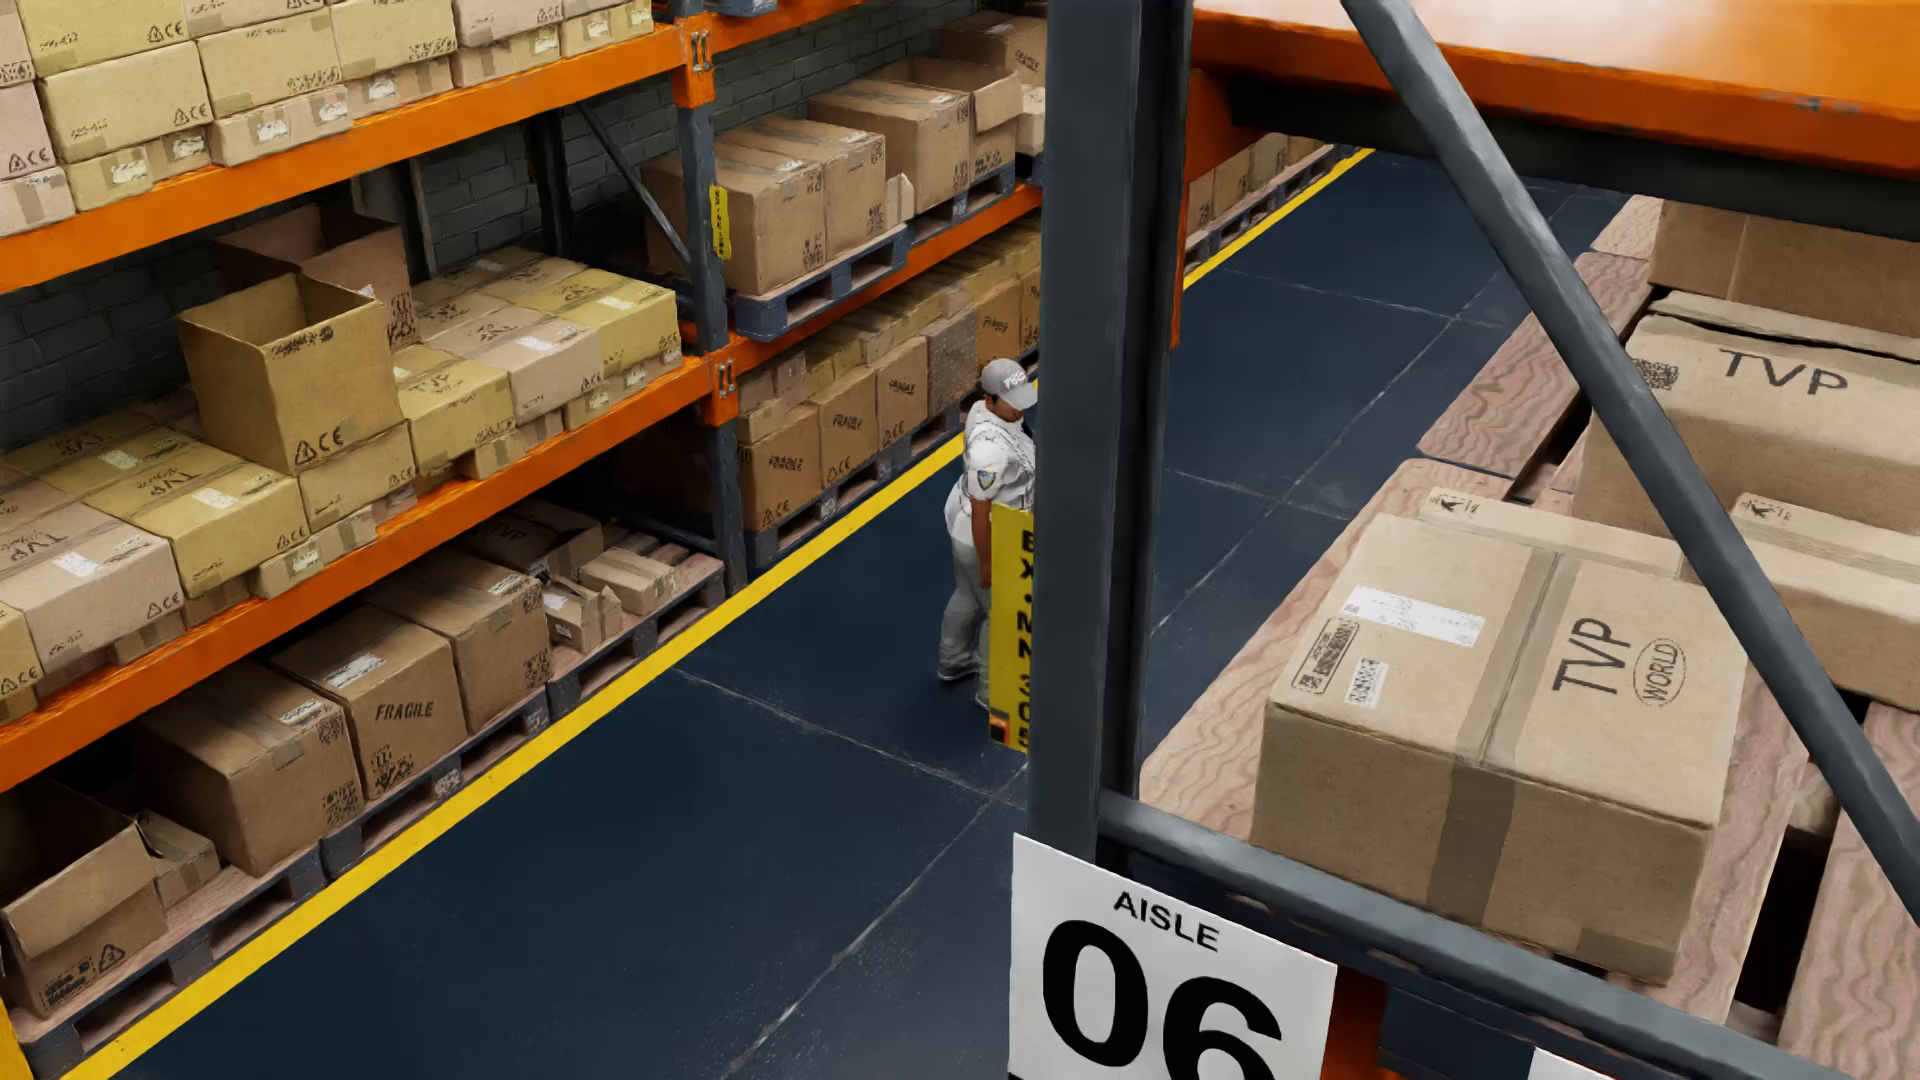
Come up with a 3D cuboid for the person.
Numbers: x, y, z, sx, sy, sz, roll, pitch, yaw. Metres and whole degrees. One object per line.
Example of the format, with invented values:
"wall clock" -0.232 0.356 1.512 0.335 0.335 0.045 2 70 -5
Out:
"person" 0.130 -0.003 7.184 0.448 1.724 0.519 -2 31 -4
